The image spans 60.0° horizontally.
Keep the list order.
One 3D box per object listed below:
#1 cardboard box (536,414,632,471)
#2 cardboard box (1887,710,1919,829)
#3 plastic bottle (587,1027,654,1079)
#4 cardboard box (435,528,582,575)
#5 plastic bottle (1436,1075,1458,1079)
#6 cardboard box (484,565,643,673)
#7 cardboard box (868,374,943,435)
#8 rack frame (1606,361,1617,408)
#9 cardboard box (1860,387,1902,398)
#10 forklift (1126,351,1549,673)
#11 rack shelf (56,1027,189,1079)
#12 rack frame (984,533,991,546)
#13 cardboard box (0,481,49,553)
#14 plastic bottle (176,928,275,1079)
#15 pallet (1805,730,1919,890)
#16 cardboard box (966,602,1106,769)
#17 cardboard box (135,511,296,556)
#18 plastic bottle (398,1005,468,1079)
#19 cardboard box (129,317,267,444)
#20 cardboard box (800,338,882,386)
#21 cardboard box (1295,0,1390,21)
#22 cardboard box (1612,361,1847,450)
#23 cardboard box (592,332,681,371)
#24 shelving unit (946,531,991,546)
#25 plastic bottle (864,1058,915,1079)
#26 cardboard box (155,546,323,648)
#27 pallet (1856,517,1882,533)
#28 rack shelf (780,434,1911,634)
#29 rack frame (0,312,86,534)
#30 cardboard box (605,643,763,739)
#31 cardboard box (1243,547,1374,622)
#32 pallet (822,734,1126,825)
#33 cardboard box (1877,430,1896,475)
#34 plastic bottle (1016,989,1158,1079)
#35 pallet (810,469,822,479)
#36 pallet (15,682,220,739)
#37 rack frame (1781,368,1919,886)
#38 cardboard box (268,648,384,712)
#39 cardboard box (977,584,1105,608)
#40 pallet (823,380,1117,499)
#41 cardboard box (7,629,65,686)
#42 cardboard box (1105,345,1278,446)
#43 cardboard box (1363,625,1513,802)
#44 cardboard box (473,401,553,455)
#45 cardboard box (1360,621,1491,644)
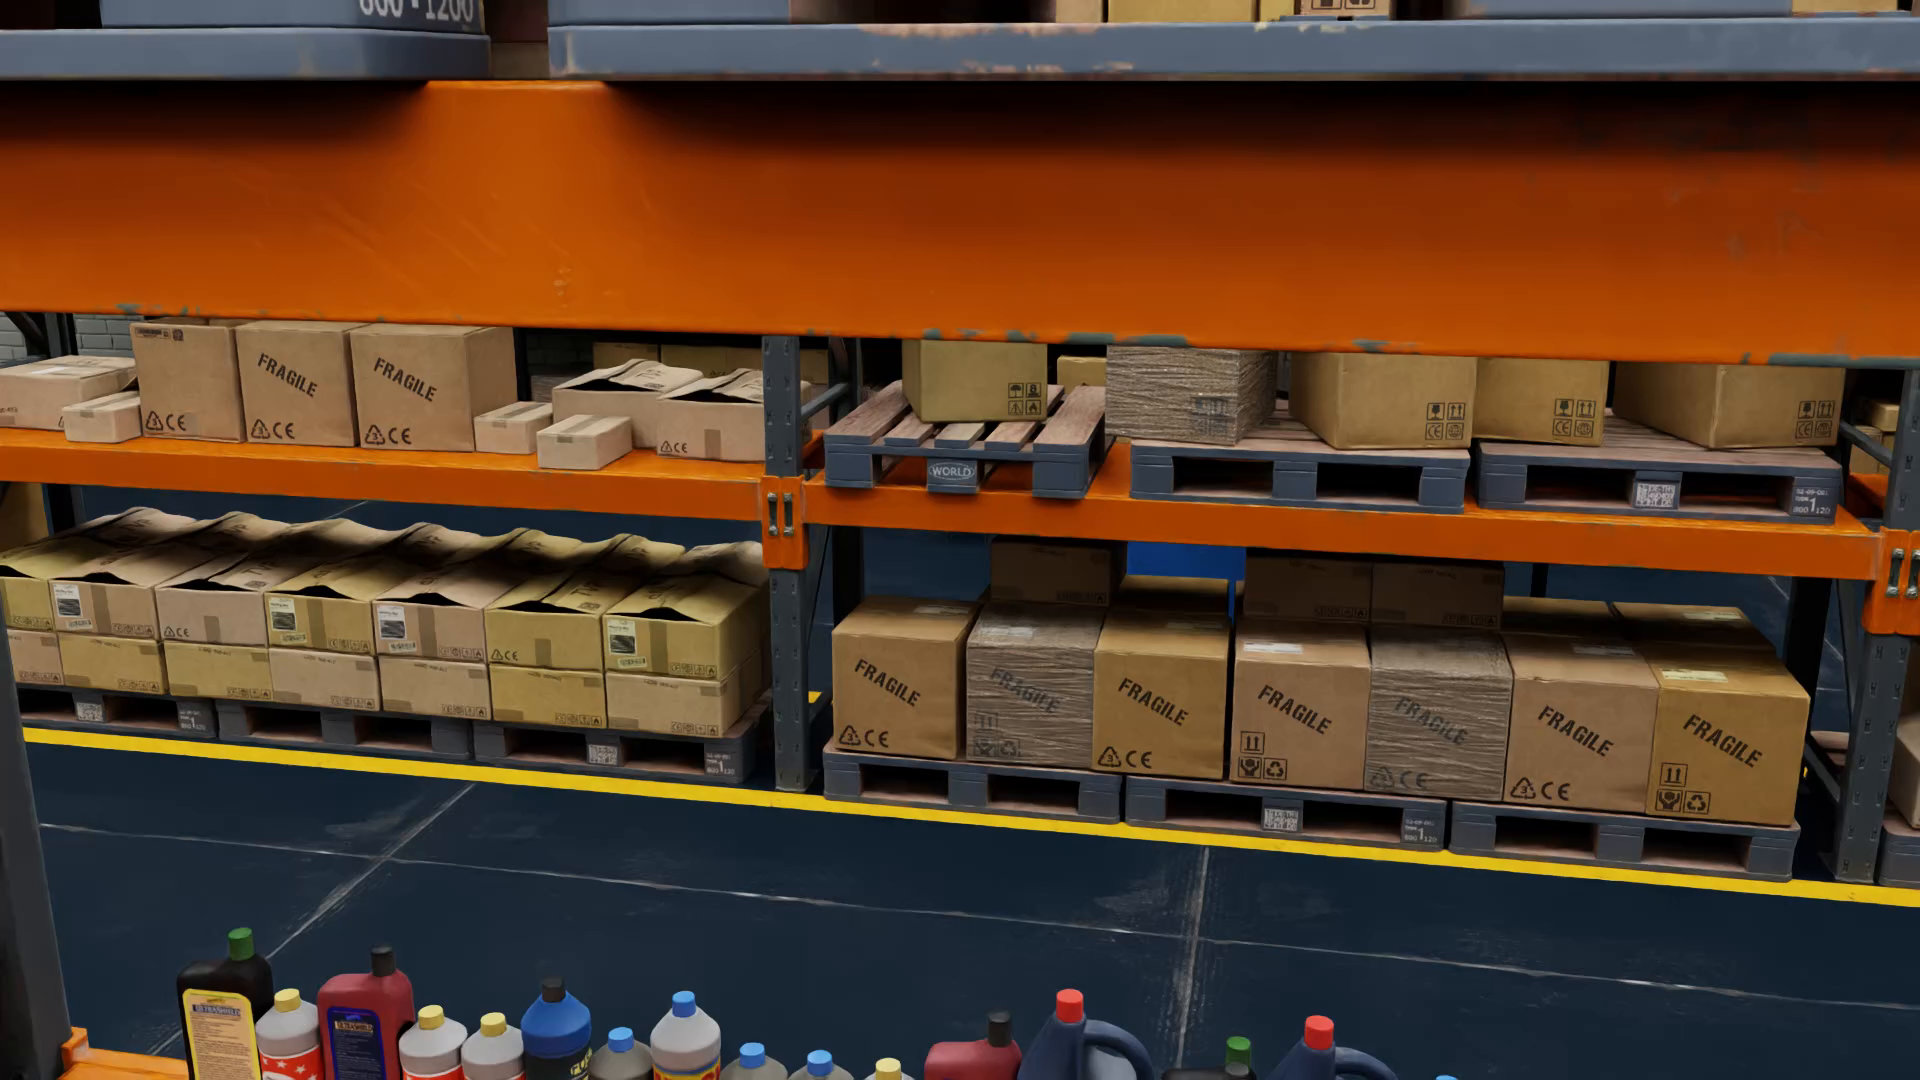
[{"bbox_3d":[-1.529,-0.400,6.787,0.250,0.149,0.380,3,16,11],"label":"cardboard box"},{"bbox_3d":[3.696,0.830,6.089,0.500,0.311,0.500,3,16,11],"label":"cardboard box"},{"bbox_3d":[-0.480,0.795,2.377,0.097,0.201,0.097,0,15,0],"label":"plastic bottle"},{"bbox_3d":[-2.063,0.149,7.649,0.500,0.311,0.500,3,16,10],"label":"cardboard box"},{"bbox_3d":[0.621,0.821,2.152,0.097,0.271,0.097,0,15,0],"label":"plastic bottle"},{"bbox_3d":[-1.665,0.318,7.040,0.500,0.311,0.500,3,16,10],"label":"cardboard box"},{"bbox_3d":[-0.325,-0.874,11.885,0.500,0.500,0.700,3,16,12],"label":"cardboard box"},{"bbox_3d":[4.311,-1.629,10.753,0.127,3.000,1.000,3,16,11],"label":"rack frame"},{"bbox_3d":[5.943,-0.877,10.720,0.250,0.149,0.380,3,16,12],"label":"cardboard box"},{"bbox_3d":[2.112,-0.648,7.342,1.130,2.935,3.031,-11,19,-35],"label":"forklift"},{"bbox_3d":[0.377,1.203,1.877,4.000,0.370,1.077,3,16,11],"label":"rack shelf"},{"bbox_3d":[0.172,-0.497,10.318,0.008,1.050,0.200,3,16,11],"label":"rack frame"},{"bbox_3d":[-4.904,-0.103,8.206,0.500,0.500,0.500,3,16,11],"label":"cardboard box"},{"bbox_3d":[-1.102,0.716,2.506,0.133,0.283,0.061,3,16,11],"label":"plastic bottle"},{"bbox_3d":[4.000,1.048,6.313,1.213,0.211,1.003,3,16,11],"label":"pallet"},{"bbox_3d":[0.311,0.573,6.664,0.500,0.500,0.500,3,16,9],"label":"cardboard box"},{"bbox_3d":[-3.547,0.067,7.945,0.500,0.311,0.500,4,16,13],"label":"cardboard box"},{"bbox_3d":[-0.766,0.779,2.433,0.097,0.201,0.097,0,15,0],"label":"plastic bottle"},{"bbox_3d":[-3.247,-0.733,7.333,0.500,0.500,0.500,4,16,15],"label":"cardboard box"},{"bbox_3d":[-0.871,-1.282,11.953,0.500,0.250,0.500,3,16,12],"label":"cardboard box"},{"bbox_3d":[1.541,-2.193,6.011,0.600,0.600,0.600,2,16,9],"label":"cardboard box"},{"bbox_3d":[2.908,-0.667,6.307,0.500,0.500,0.700,-2,16,-8],"label":"cardboard box"},{"bbox_3d":[-2.372,-1.366,12.257,0.500,0.250,0.500,3,16,10],"label":"cardboard box"},{"bbox_3d":[0.052,-0.503,10.342,0.252,1.050,0.215,3,16,11],"label":"shelving unit"},{"bbox_3d":[-0.098,0.815,2.302,0.097,0.201,0.097,0,15,0],"label":"plastic bottle"},{"bbox_3d":[-3.160,0.237,7.332,0.500,0.311,0.500,3,16,9],"label":"cardboard box"},{"bbox_3d":[6.240,-0.160,10.673,1.213,0.211,1.003,3,16,11],"label":"pallet"},{"bbox_3d":[1.368,-0.092,6.554,4.000,0.370,1.077,3,16,11],"label":"rack shelf"},{"bbox_3d":[-4.512,-0.758,7.610,0.127,3.000,1.000,3,16,11],"label":"rack frame"},{"bbox_3d":[-1.156,0.613,7.024,0.500,0.250,0.500,3,16,12],"label":"cardboard box"},{"bbox_3d":[1.430,0.129,6.860,0.500,0.250,0.500,3,16,10],"label":"cardboard box"},{"bbox_3d":[0.132,0.848,7.035,1.213,0.211,1.003,3,16,11],"label":"pallet"},{"bbox_3d":[6.018,-0.504,10.590,0.500,0.500,0.700,3,16,12],"label":"cardboard box"},{"bbox_3d":[0.166,0.764,2.207,0.185,0.351,0.144,3,16,11],"label":"plastic bottle"},{"bbox_3d":[-0.374,-0.540,12.045,1.213,0.211,1.003,3,16,11],"label":"pallet"},{"bbox_3d":[-3.782,0.615,7.878,1.213,0.211,1.003,3,16,11],"label":"pallet"},{"bbox_3d":[3.327,-0.333,6.074,0.127,3.000,1.000,3,16,11],"label":"rack frame"},{"bbox_3d":[-2.659,0.532,7.315,0.500,0.250,0.500,3,16,12],"label":"cardboard box"},{"bbox_3d":[0.371,0.436,7.159,0.500,0.500,0.500,4,16,13],"label":"cardboard box"},{"bbox_3d":[0.086,-0.435,6.804,1.003,0.211,1.213,3,16,11],"label":"pallet"},{"bbox_3d":[-4.166,0.451,7.610,0.500,0.250,0.500,3,16,10],"label":"cardboard box"},{"bbox_3d":[0.905,-0.693,6.402,0.500,0.500,0.700,6,17,22],"label":"cardboard box"},{"bbox_3d":[1.813,0.653,6.373,0.500,0.500,0.500,3,16,12],"label":"cardboard box"},{"bbox_3d":[-1.853,-0.477,7.067,0.250,0.149,0.380,4,16,15],"label":"cardboard box"},{"bbox_3d":[1.889,0.516,6.867,0.500,0.500,0.500,3,16,12],"label":"cardboard box"}]
